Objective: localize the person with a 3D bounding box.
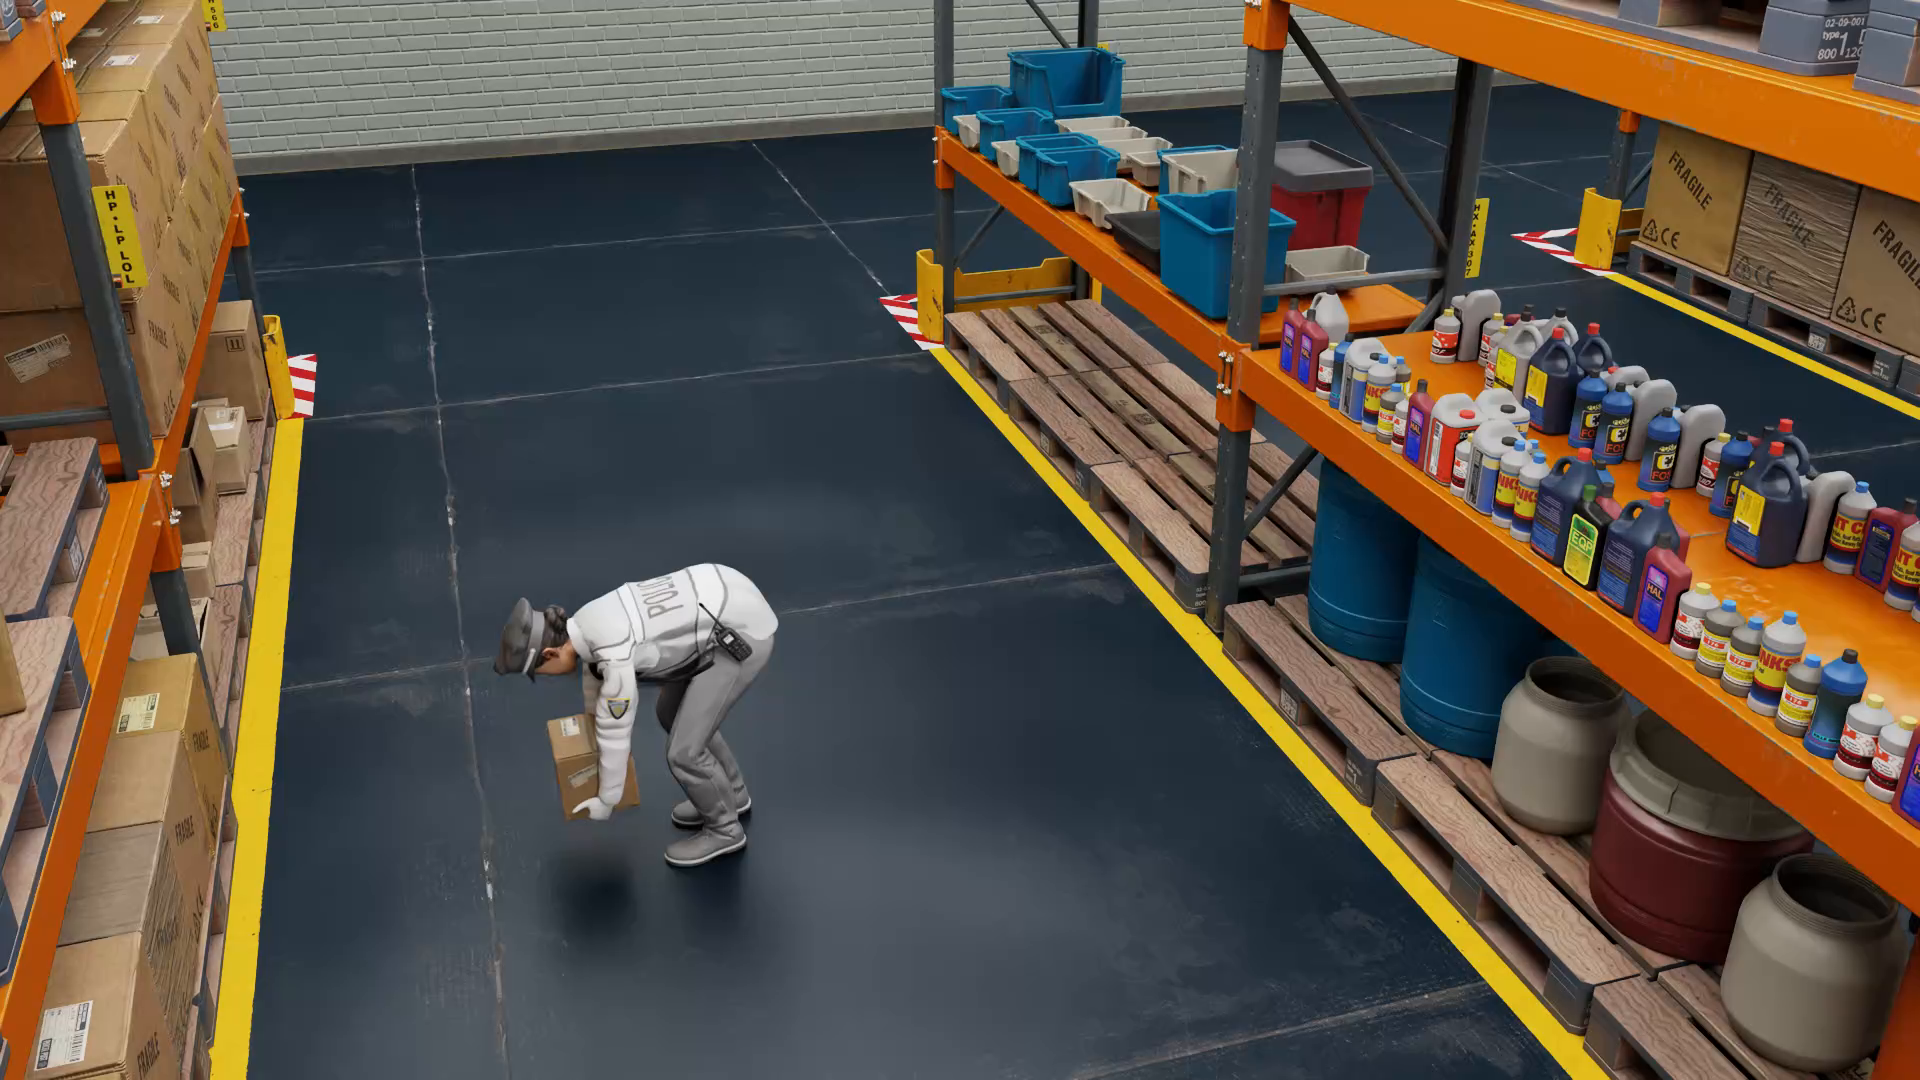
[{"bbox_3d":[-1.062,0.612,5.600,0.924,1.030,0.415,-9,28,-18],"label":"person"}]
